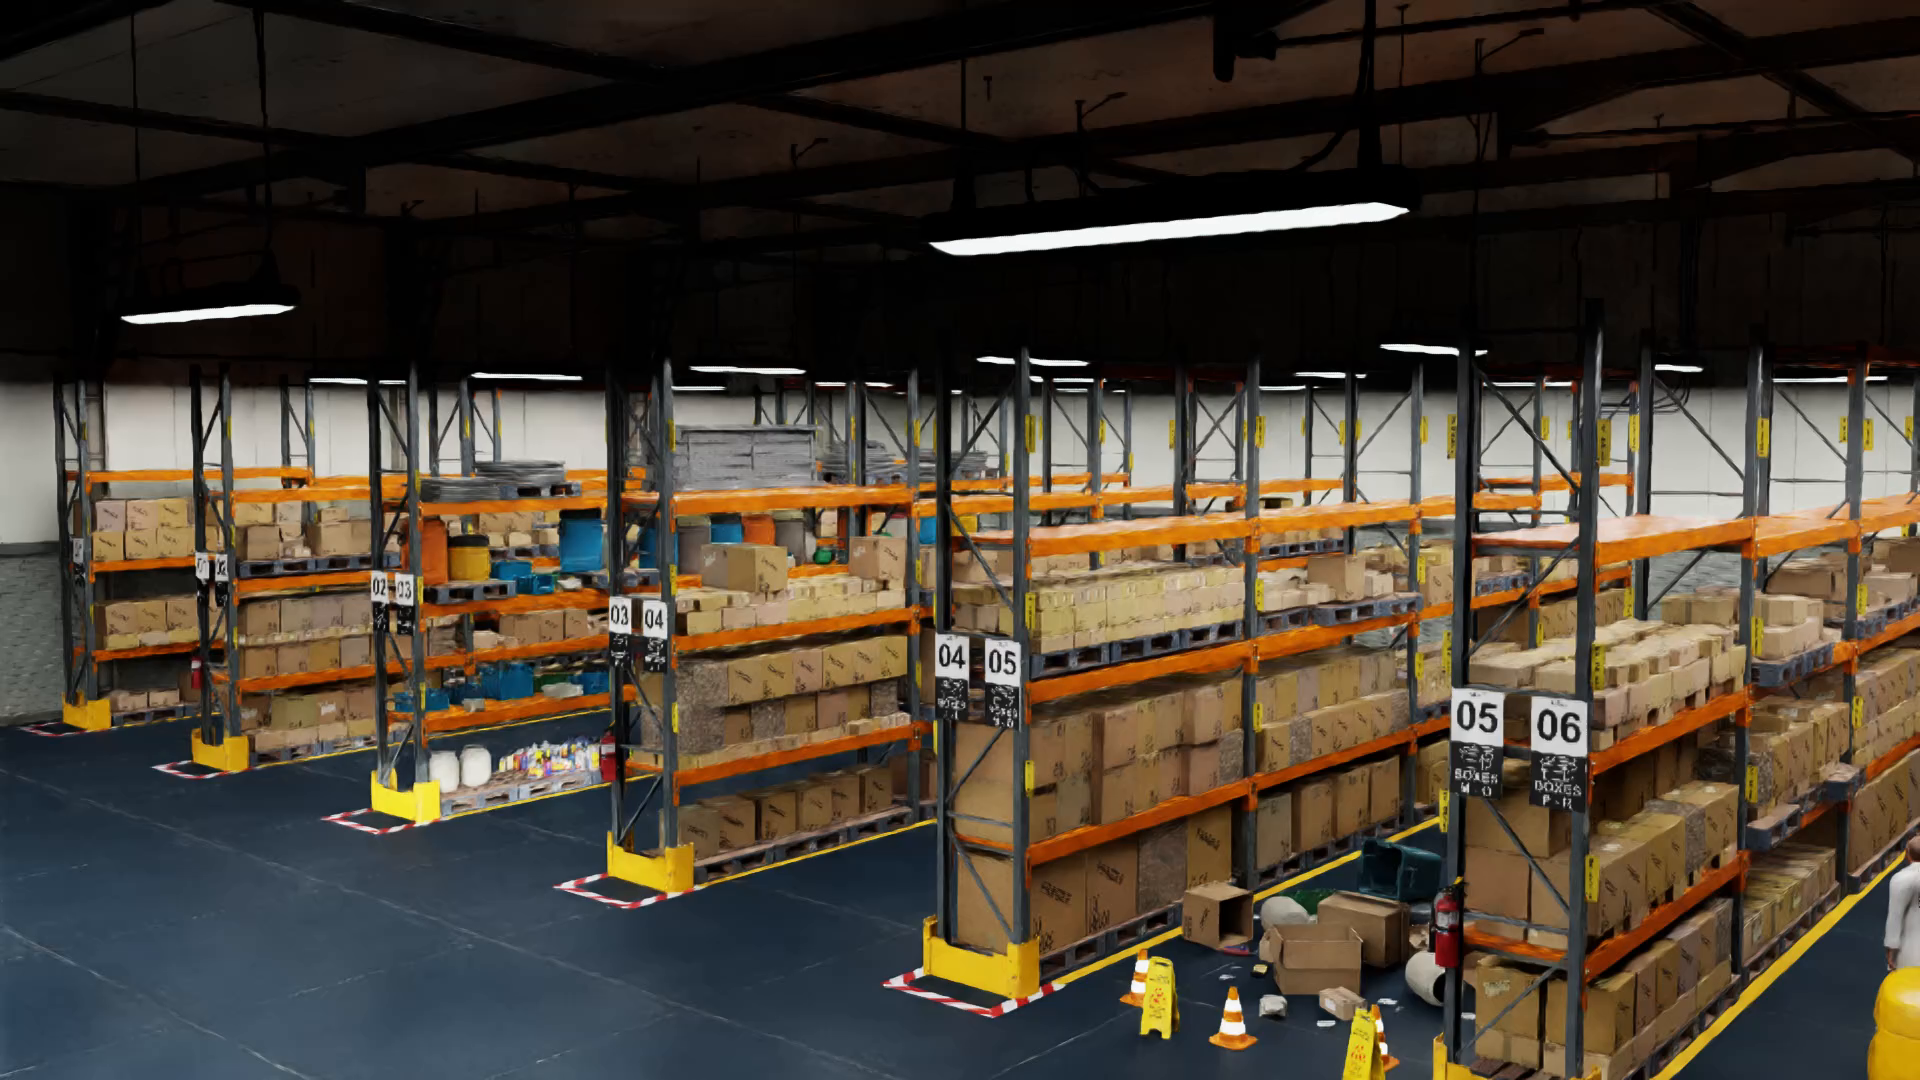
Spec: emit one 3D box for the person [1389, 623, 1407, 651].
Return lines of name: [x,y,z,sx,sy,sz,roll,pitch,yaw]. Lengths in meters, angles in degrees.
person: [8.770,2.024,32.813,0.574,1.534,0.749,2,4,20]

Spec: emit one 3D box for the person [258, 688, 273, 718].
person: [-12.049,2.197,28.789,0.444,1.779,0.598,1,4,13]

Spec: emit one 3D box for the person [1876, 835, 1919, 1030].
person: [7.735,3.280,13.571,0.631,1.781,0.556,-2,4,-20]
